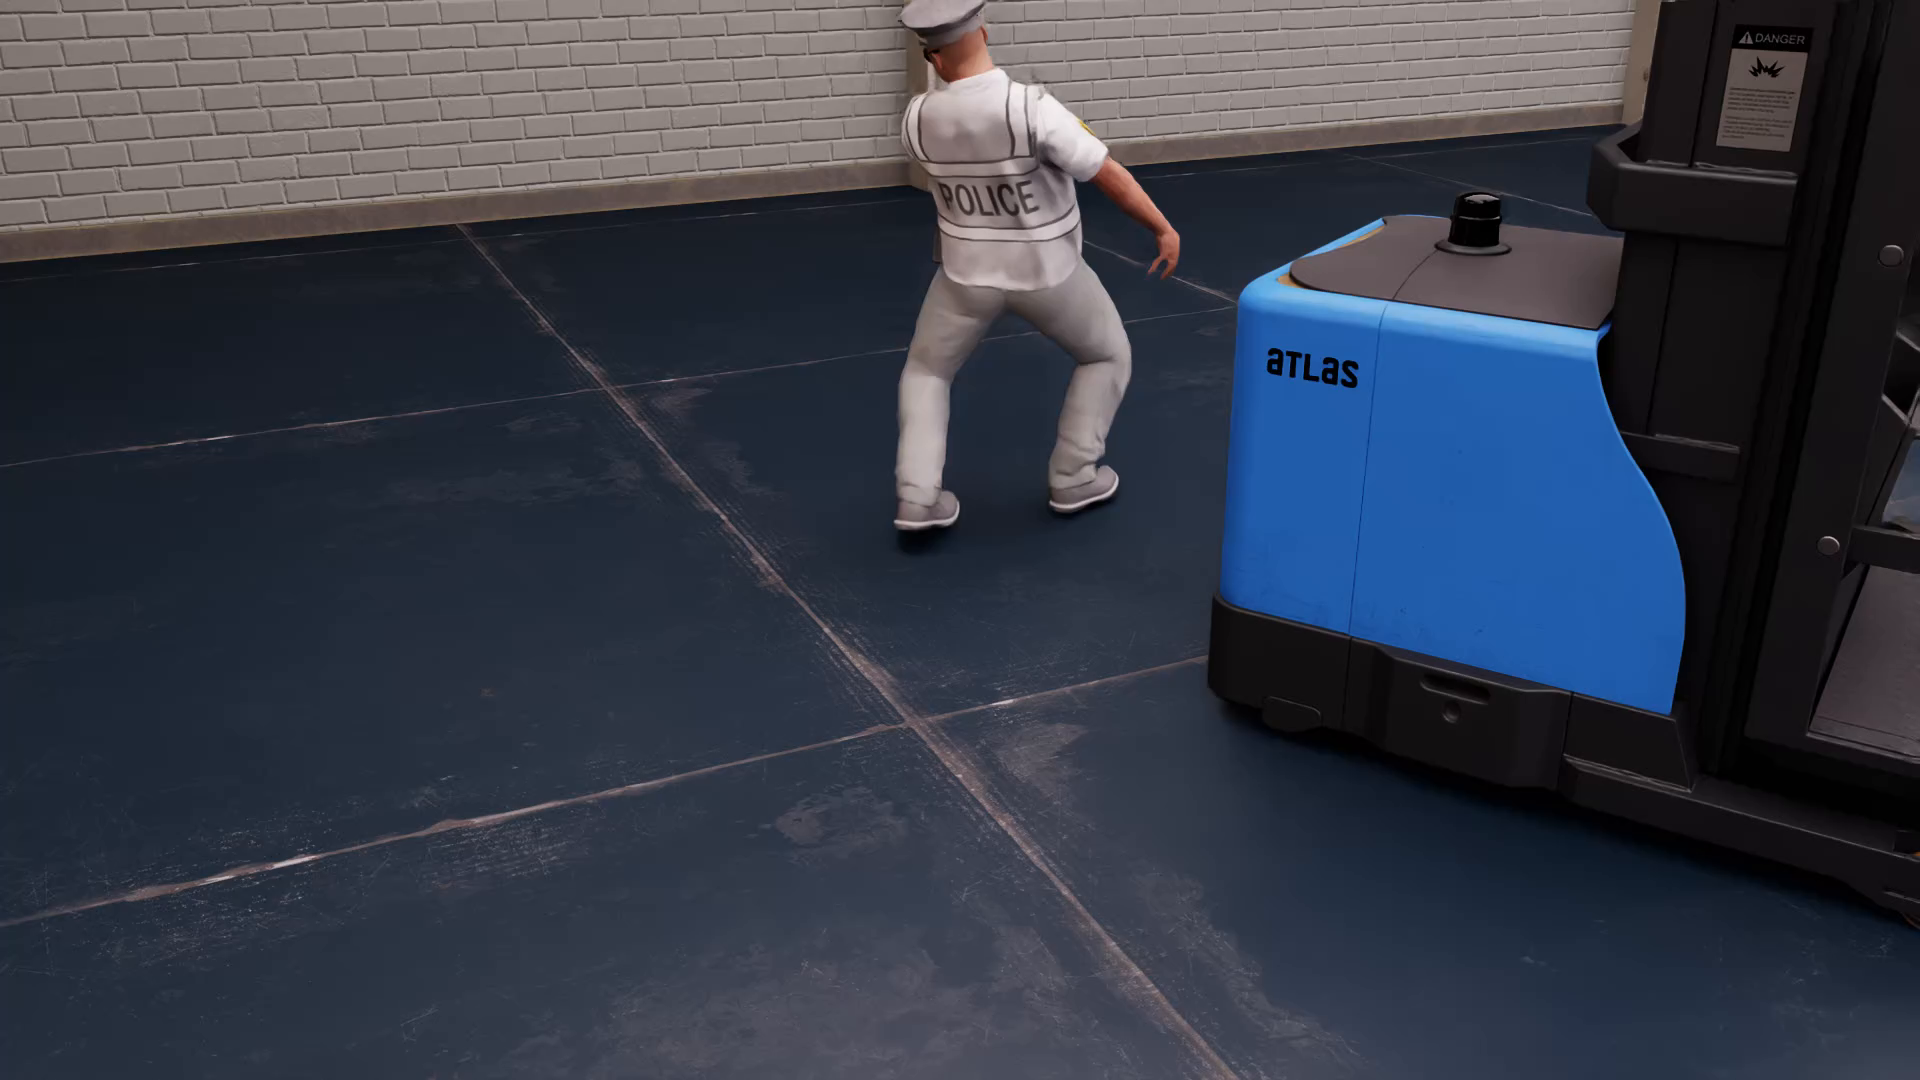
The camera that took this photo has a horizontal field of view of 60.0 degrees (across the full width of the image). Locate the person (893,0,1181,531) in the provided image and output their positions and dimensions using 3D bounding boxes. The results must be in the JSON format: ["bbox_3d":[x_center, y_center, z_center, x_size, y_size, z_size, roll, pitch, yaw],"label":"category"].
[{"bbox_3d":[0.239,-0.861,5.063,0.854,1.598,0.851,3,23,7],"label":"person"}]

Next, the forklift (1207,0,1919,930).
[{"bbox_3d":[2.120,-0.772,3.145,3.031,2.935,1.130,14,26,30],"label":"forklift"}]
